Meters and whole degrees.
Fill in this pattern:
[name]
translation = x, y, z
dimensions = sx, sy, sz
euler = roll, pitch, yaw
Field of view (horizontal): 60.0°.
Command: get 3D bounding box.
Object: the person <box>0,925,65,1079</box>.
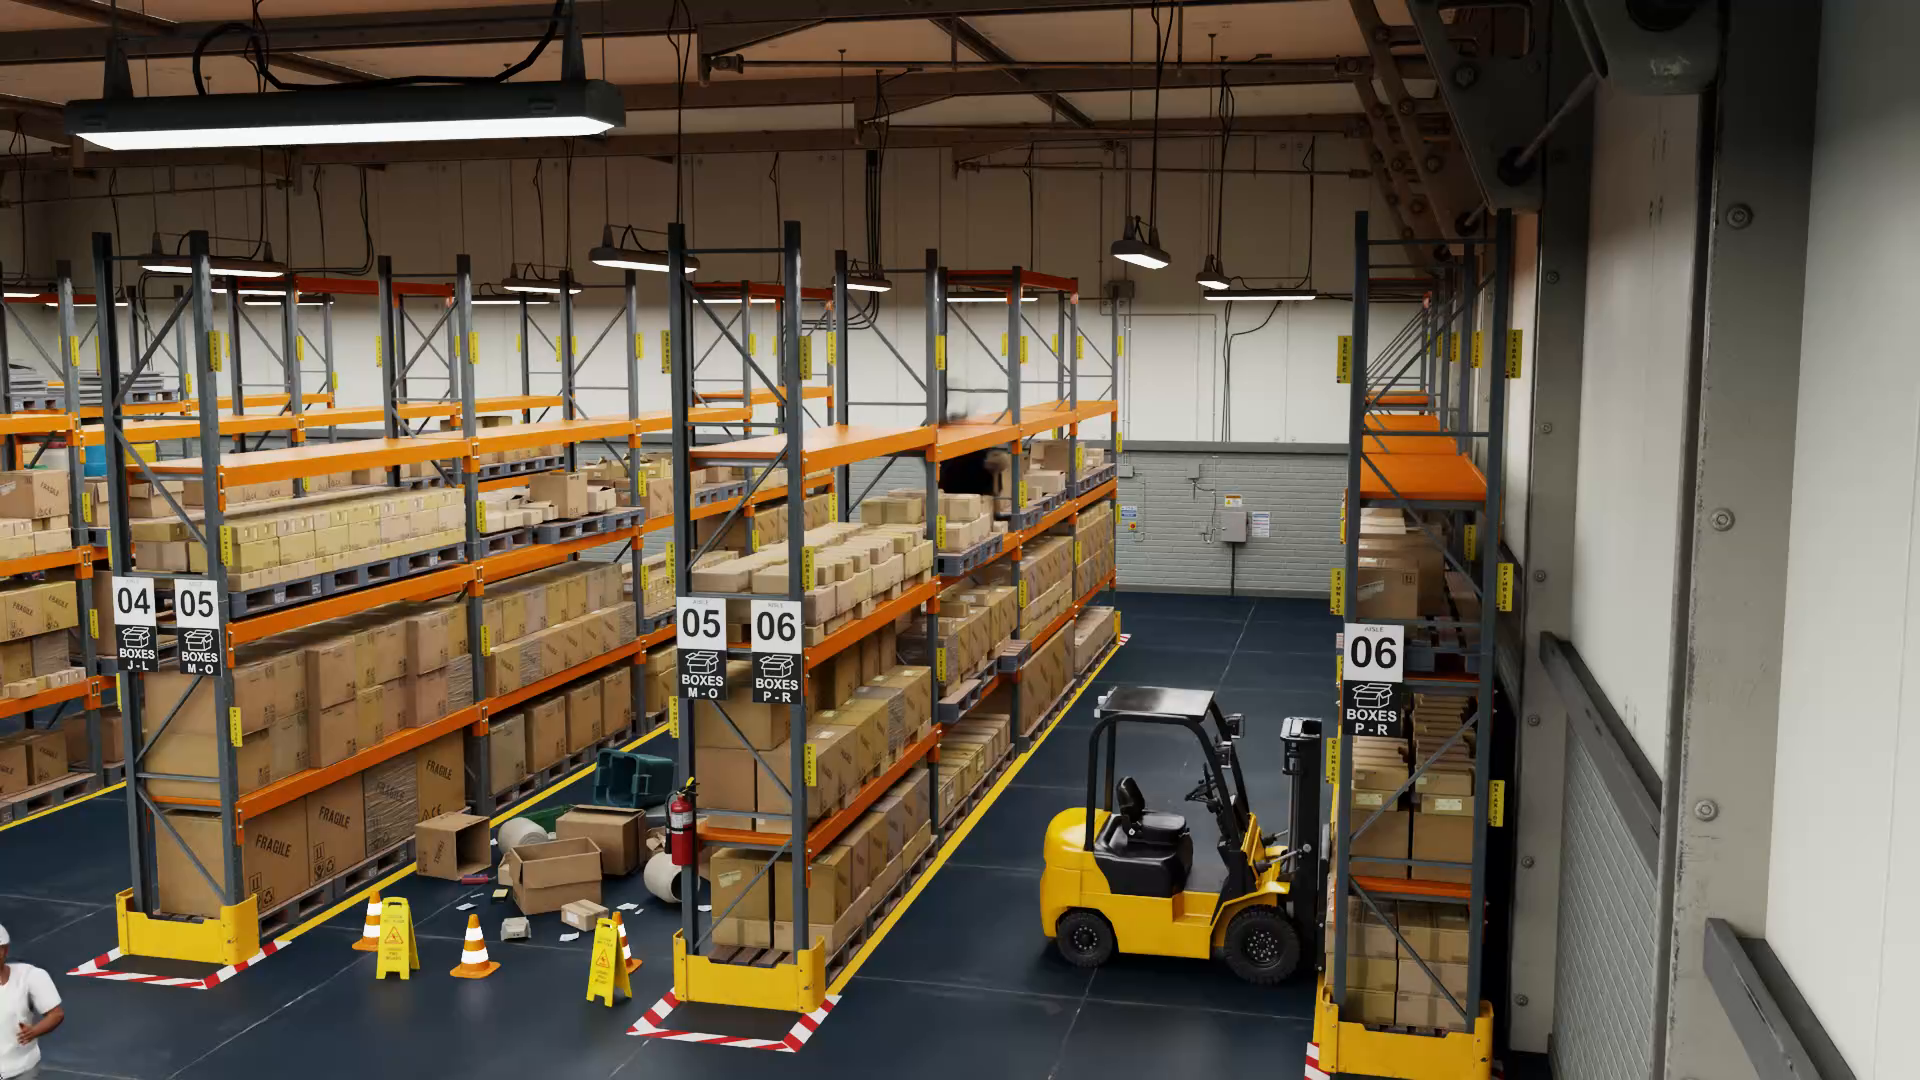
[person]
translation = -5.646, 3.103, 9.768
dimensions = 0.711, 1.748, 0.954
euler = -4, 8, -30
